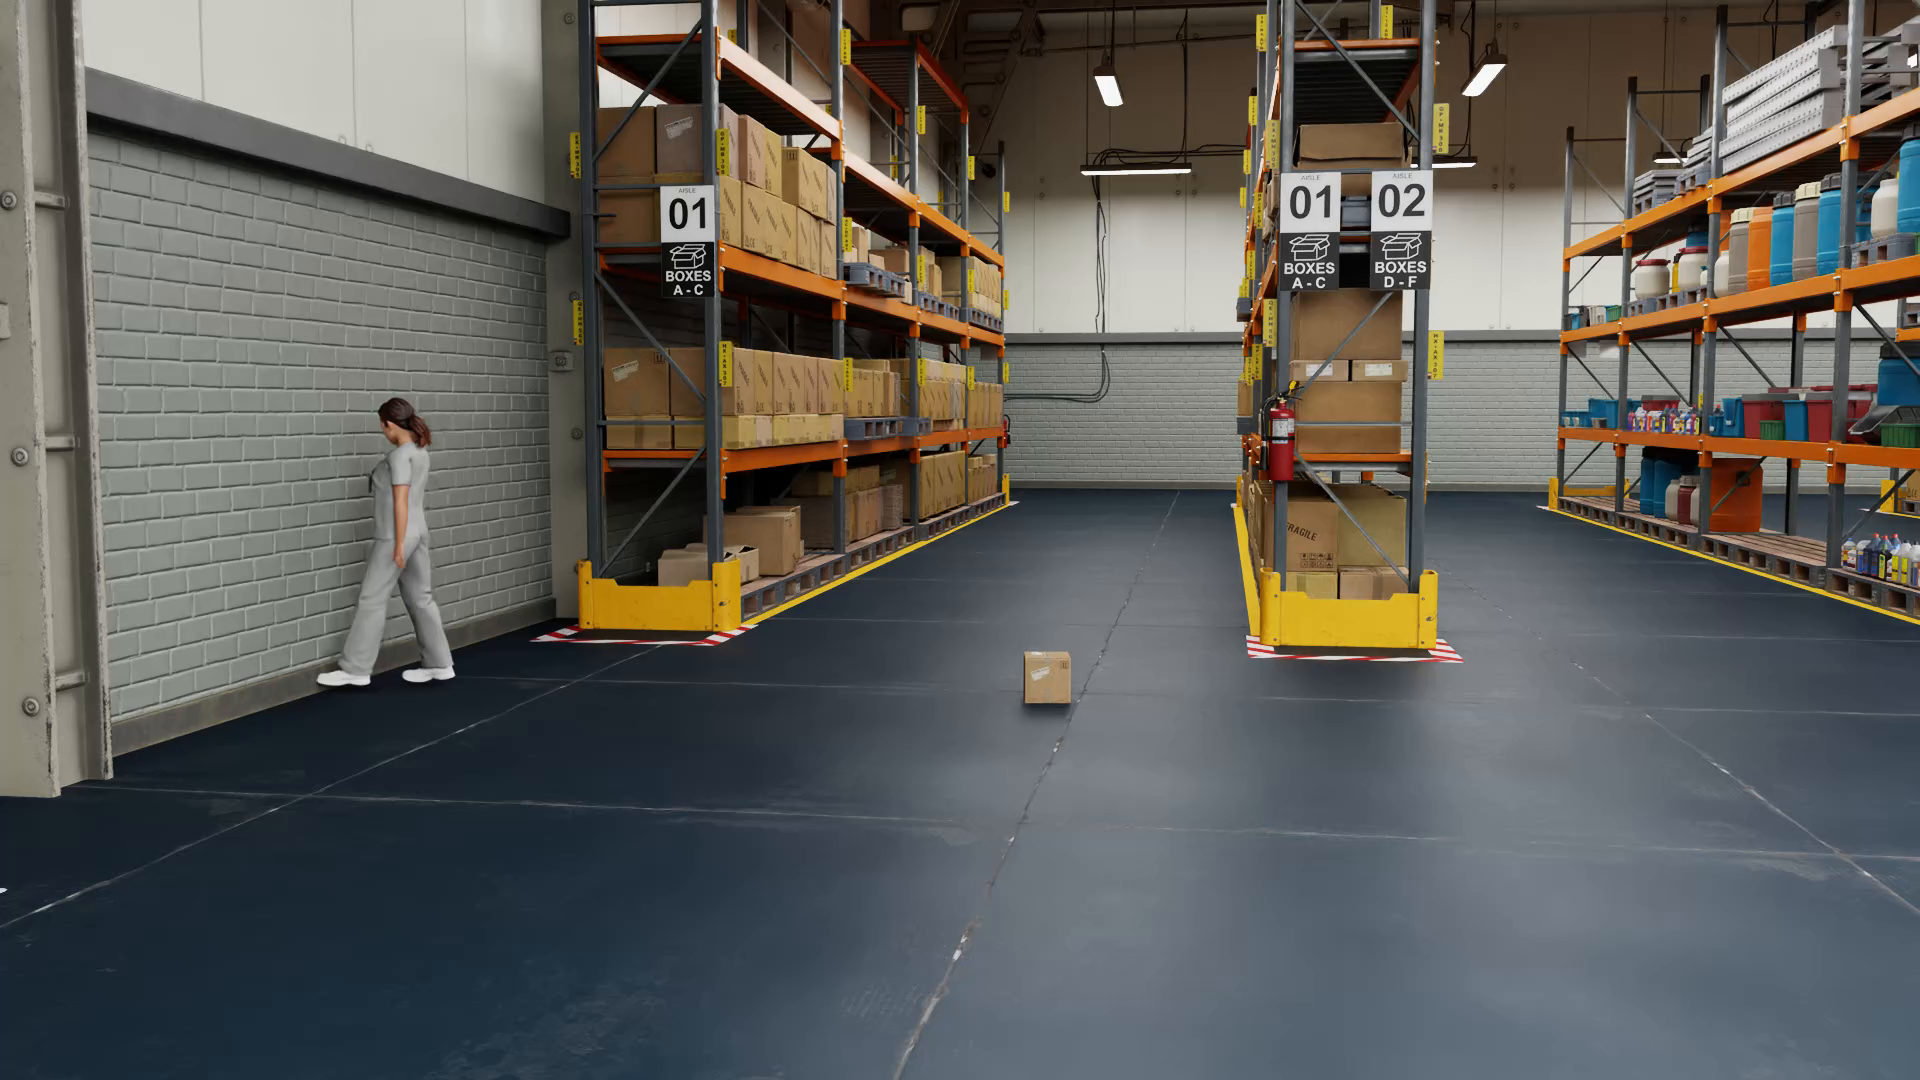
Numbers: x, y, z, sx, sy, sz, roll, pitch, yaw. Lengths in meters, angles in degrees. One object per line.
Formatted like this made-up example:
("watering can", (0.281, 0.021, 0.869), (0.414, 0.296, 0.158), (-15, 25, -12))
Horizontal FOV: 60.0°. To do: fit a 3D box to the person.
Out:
("person", (-3.321, 0.007, 9.614), (0.726, 1.659, 0.476), (0, 5, 1))
